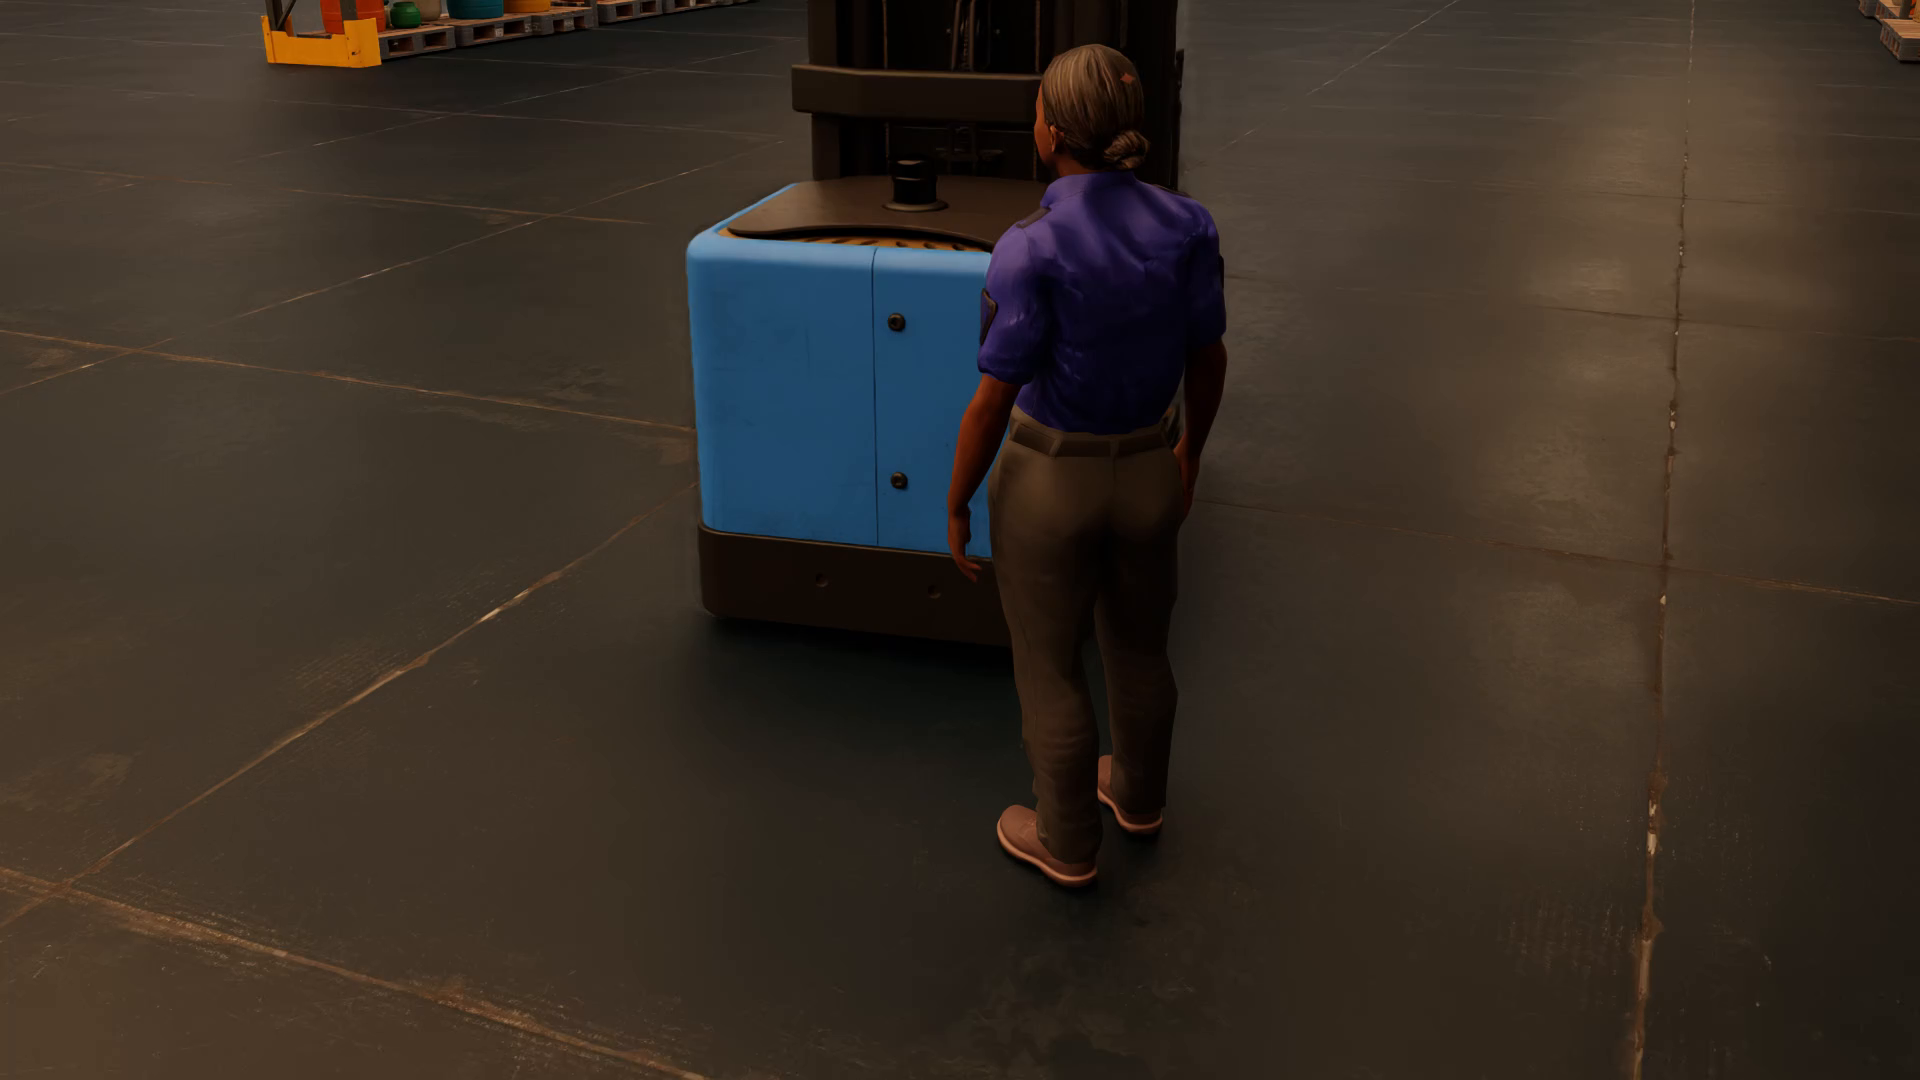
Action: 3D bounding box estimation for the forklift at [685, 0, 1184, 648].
[{"bbox_3d":[0.151,-1.609,5.141,1.130,2.935,3.031,5,23,13],"label":"forklift"}]

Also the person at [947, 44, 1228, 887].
[{"bbox_3d":[0.217,-0.107,3.185,0.569,1.654,0.504,-10,25,-22],"label":"person"}]
